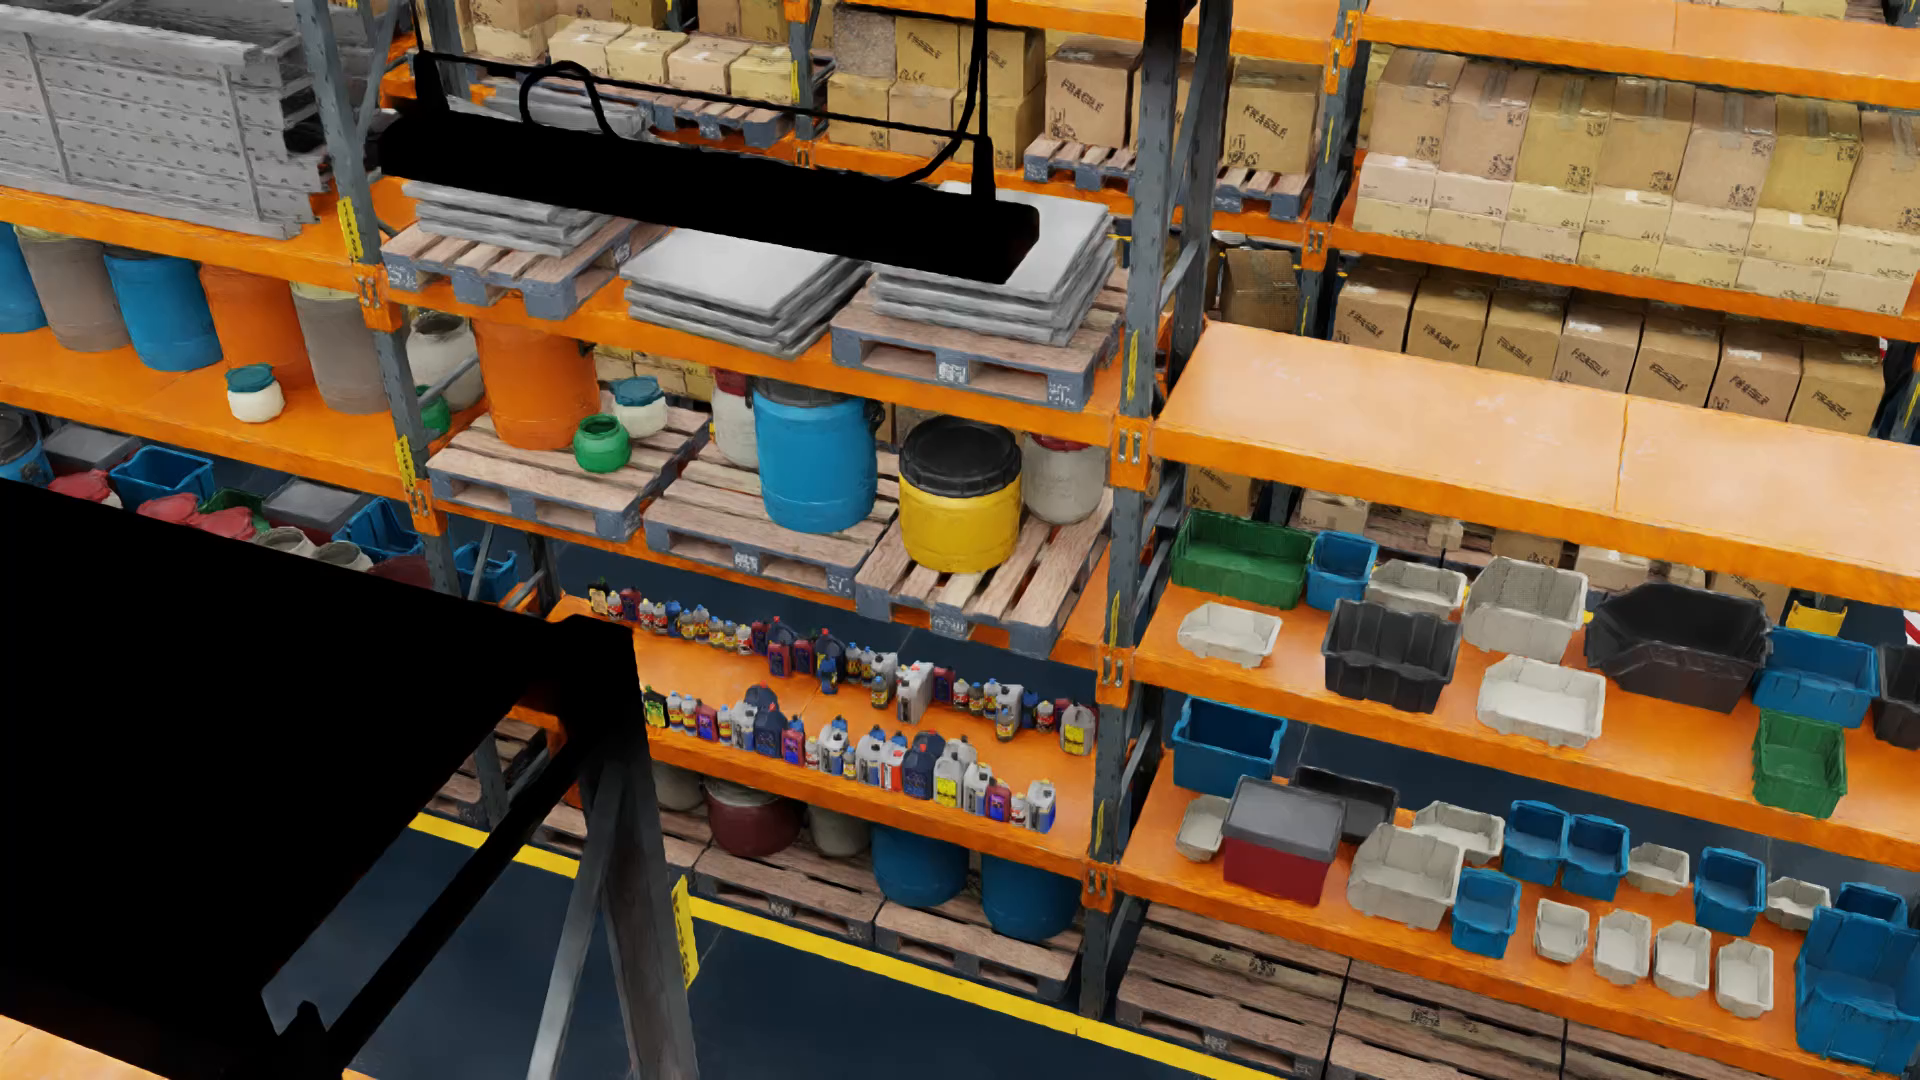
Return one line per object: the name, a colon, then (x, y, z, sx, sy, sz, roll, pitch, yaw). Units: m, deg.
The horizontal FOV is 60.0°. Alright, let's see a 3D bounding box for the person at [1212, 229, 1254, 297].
person: (2.441, -1.986, 14.653, 0.578, 1.714, 0.719, 12, 38, 16)
